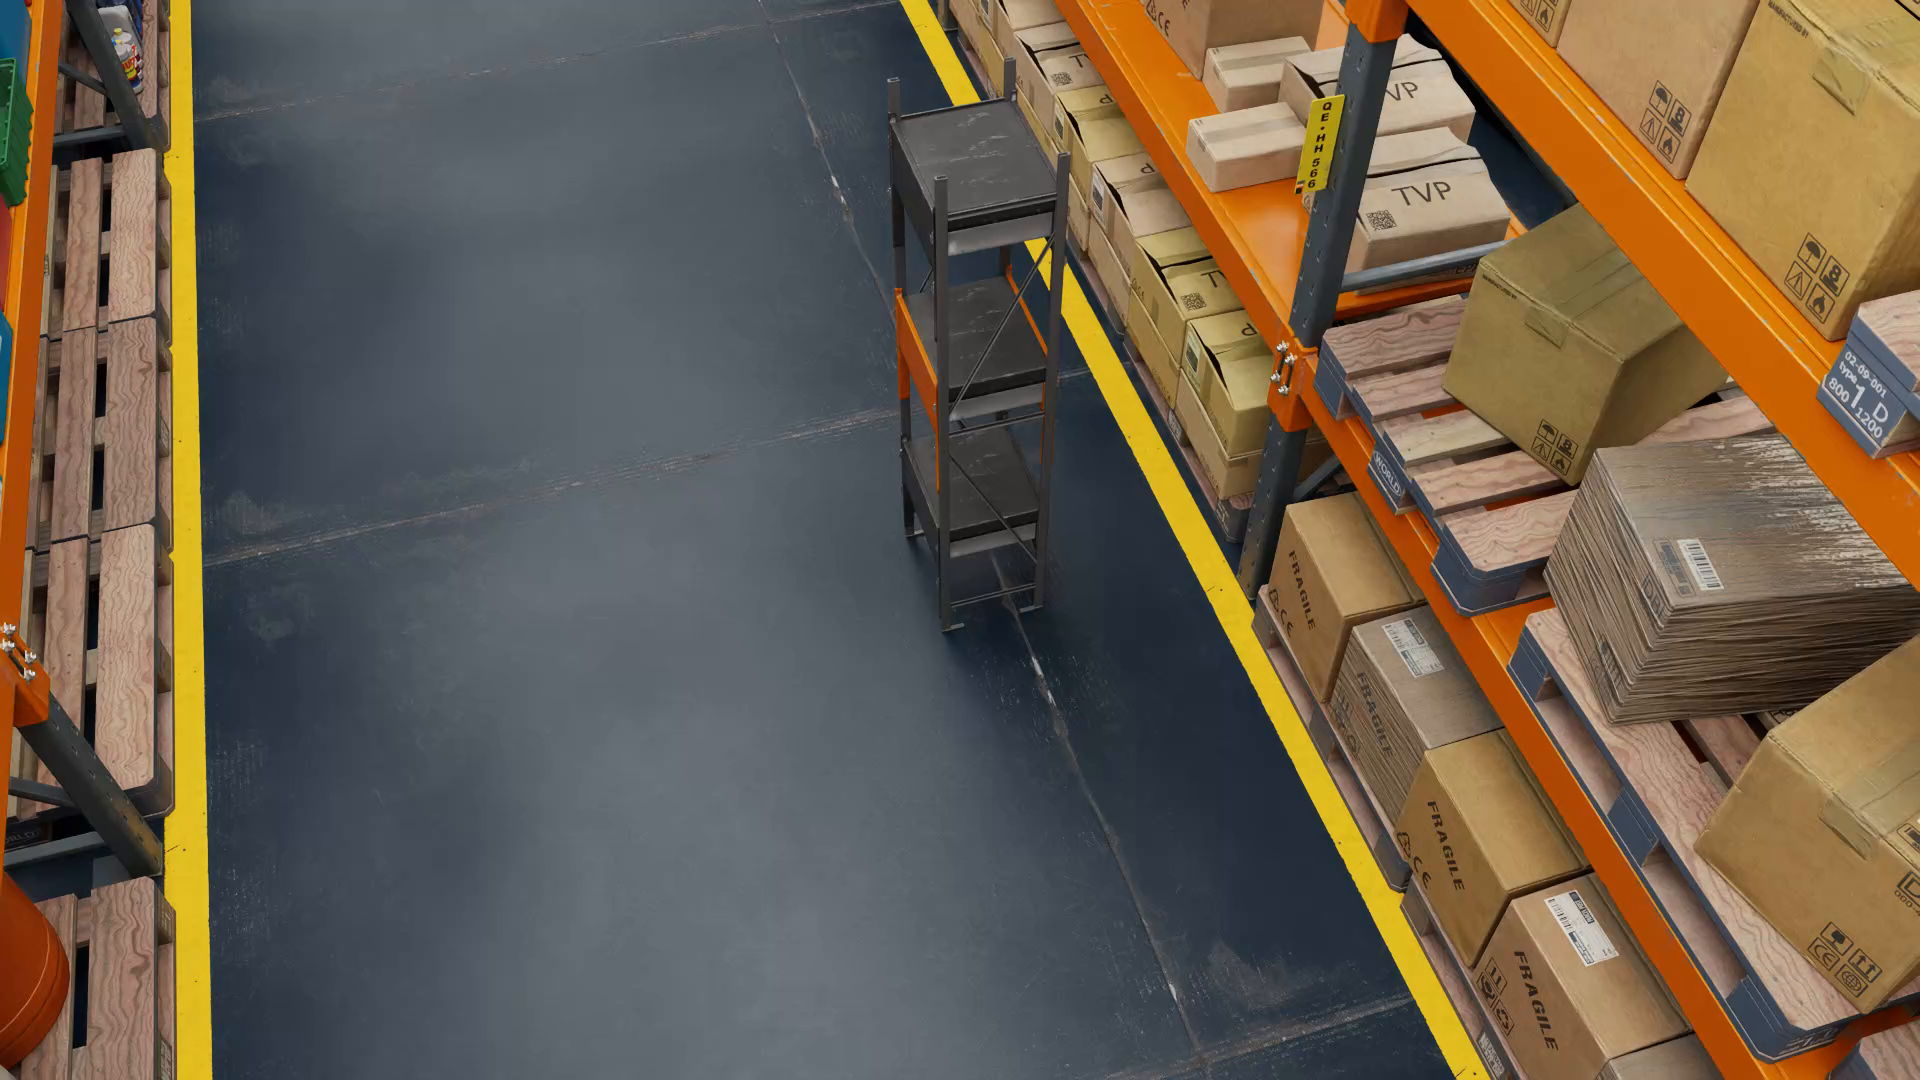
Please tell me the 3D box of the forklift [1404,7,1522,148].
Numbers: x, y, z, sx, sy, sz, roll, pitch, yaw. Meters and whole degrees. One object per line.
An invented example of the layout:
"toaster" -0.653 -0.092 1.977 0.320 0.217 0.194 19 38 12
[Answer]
"forklift" 3.128 -3.217 7.334 1.130 2.935 3.031 -20 53 -16

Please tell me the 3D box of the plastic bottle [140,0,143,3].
"plastic bottle" -4.263 -2.908 8.519 0.061 0.283 0.133 -11 51 -9

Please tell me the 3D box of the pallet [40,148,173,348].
"pallet" -4.086 -1.227 7.436 1.003 0.211 1.213 -13 51 -11

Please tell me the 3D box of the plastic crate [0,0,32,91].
"plastic crate" -3.732 -1.950 6.232 0.392 0.384 0.575 -13 51 -11

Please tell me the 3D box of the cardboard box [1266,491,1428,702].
"cardboard box" 1.422 0.174 5.778 0.500 0.500 0.500 -11 51 -9

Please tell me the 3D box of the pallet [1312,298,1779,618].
"pallet" 1.828 -0.346 4.995 1.213 0.211 1.003 -13 51 -11

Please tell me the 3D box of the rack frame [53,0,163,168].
"rack frame" -4.355 -2.691 6.846 1.000 3.000 0.127 -13 51 -11

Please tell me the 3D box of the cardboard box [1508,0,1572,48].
"cardboard box" 1.722 -1.575 3.878 0.910 0.500 0.500 -13 51 -11

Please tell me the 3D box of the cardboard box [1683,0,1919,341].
"cardboard box" 2.026 -0.822 3.244 0.910 0.500 0.500 -13 51 -11

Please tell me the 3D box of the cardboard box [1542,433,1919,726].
"cardboard box" 1.942 0.091 4.161 0.700 0.500 0.500 -5 50 -4

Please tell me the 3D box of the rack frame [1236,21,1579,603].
"rack frame" 1.560 -0.887 5.325 1.000 3.000 0.127 -13 51 -11

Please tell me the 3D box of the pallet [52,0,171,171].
"pallet" -4.514 -2.292 8.334 1.003 0.211 1.213 -13 51 -11

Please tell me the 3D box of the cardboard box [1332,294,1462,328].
"cardboard box" 1.686 -0.765 6.380 0.500 0.311 0.500 -12 51 -10

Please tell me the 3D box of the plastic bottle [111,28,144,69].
"plastic bottle" -4.091 -2.411 8.153 0.097 0.201 0.097 0 50 0

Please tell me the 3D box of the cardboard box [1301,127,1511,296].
"cardboard box" 1.495 -1.133 5.592 0.500 0.311 0.500 -10 51 -9

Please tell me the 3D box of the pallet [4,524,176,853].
"pallet" -3.365 0.555 5.934 1.003 0.211 1.213 -13 51 -11

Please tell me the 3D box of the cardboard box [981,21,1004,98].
"cardboard box" 0.410 -2.333 8.068 0.500 0.250 0.500 -12 51 -10

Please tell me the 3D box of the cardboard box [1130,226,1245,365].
"cardboard box" 1.010 -1.021 6.596 0.500 0.311 0.500 -14 51 -12

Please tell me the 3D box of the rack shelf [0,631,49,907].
"rack shelf" -2.581 1.923 3.427 1.077 0.370 4.000 -13 51 -11

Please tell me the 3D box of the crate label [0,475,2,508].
"crate label" -2.939 -0.108 4.778 0.303 0.233 0.416 -13 51 -11

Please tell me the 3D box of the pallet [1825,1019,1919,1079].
"pallet" 2.611 1.488 3.449 1.003 0.211 1.213 -13 51 -11

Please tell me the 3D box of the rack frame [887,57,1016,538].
"rack frame" -0.023 -0.734 5.785 0.400 2.100 0.015 -13 51 -11

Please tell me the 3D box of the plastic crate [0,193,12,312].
"plastic crate" -3.358 -1.039 5.412 0.402 0.464 0.583 -13 51 -11

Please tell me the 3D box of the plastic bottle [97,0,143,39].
"plastic bottle" -4.198 -2.662 8.267 0.144 0.351 0.185 -12 51 -10

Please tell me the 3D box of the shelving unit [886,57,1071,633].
"shelving unit" 0.049 -0.556 5.635 0.431 2.100 0.503 -13 51 -11

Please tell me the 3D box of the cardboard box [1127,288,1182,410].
"cardboard box" 1.016 -0.841 6.810 0.500 0.250 0.500 -14 51 -11

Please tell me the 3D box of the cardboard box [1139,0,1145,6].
"cardboard box" 0.893 -2.525 6.641 0.500 0.500 0.500 -13 51 -11

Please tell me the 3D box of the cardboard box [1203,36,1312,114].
"cardboard box" 1.129 -1.724 6.196 0.380 0.149 0.250 -10 51 -8

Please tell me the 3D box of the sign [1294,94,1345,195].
"sign" 1.031 -1.132 4.775 0.100 0.325 0.005 -13 51 -11

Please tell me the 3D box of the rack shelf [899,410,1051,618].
"rack shelf" 0.049 -0.096 6.181 0.431 0.518 0.480 -13 51 -11

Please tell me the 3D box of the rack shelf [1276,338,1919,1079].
"rack shelf" 2.152 0.806 4.369 1.077 0.370 4.000 -13 51 -11

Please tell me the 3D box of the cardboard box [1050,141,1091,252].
"cardboard box" 0.715 -1.584 7.436 0.500 0.250 0.500 -12 51 -10

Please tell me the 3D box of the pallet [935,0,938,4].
"pallet" 0.182 -3.500 9.352 1.003 0.211 1.213 -13 51 -11

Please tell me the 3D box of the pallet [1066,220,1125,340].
"pallet" 0.997 -1.487 7.656 1.003 0.211 1.213 -13 51 -11

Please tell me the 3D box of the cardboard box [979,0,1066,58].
"cardboard box" 0.405 -2.513 7.853 0.500 0.311 0.500 -14 51 -11

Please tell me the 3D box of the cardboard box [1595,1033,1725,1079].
"cardboard box" 2.037 1.674 4.514 0.500 0.500 0.500 -13 51 -11

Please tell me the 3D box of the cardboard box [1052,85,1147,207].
"cardboard box" 0.718 -1.757 7.216 0.500 0.311 0.500 -12 51 -10

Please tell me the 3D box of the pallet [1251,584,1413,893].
"pallet" 1.745 0.566 5.925 1.003 0.211 1.213 -13 51 -11

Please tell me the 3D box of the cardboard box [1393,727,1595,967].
"cardboard box" 1.726 0.923 5.147 0.500 0.500 0.500 -14 51 -11

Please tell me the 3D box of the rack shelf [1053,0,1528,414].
"rack shelf" 0.969 -2.116 6.832 1.077 0.370 4.000 -13 51 -11

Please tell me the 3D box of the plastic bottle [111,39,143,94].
"plastic bottle" -4.031 -2.285 8.001 0.097 0.271 0.097 0 50 0
